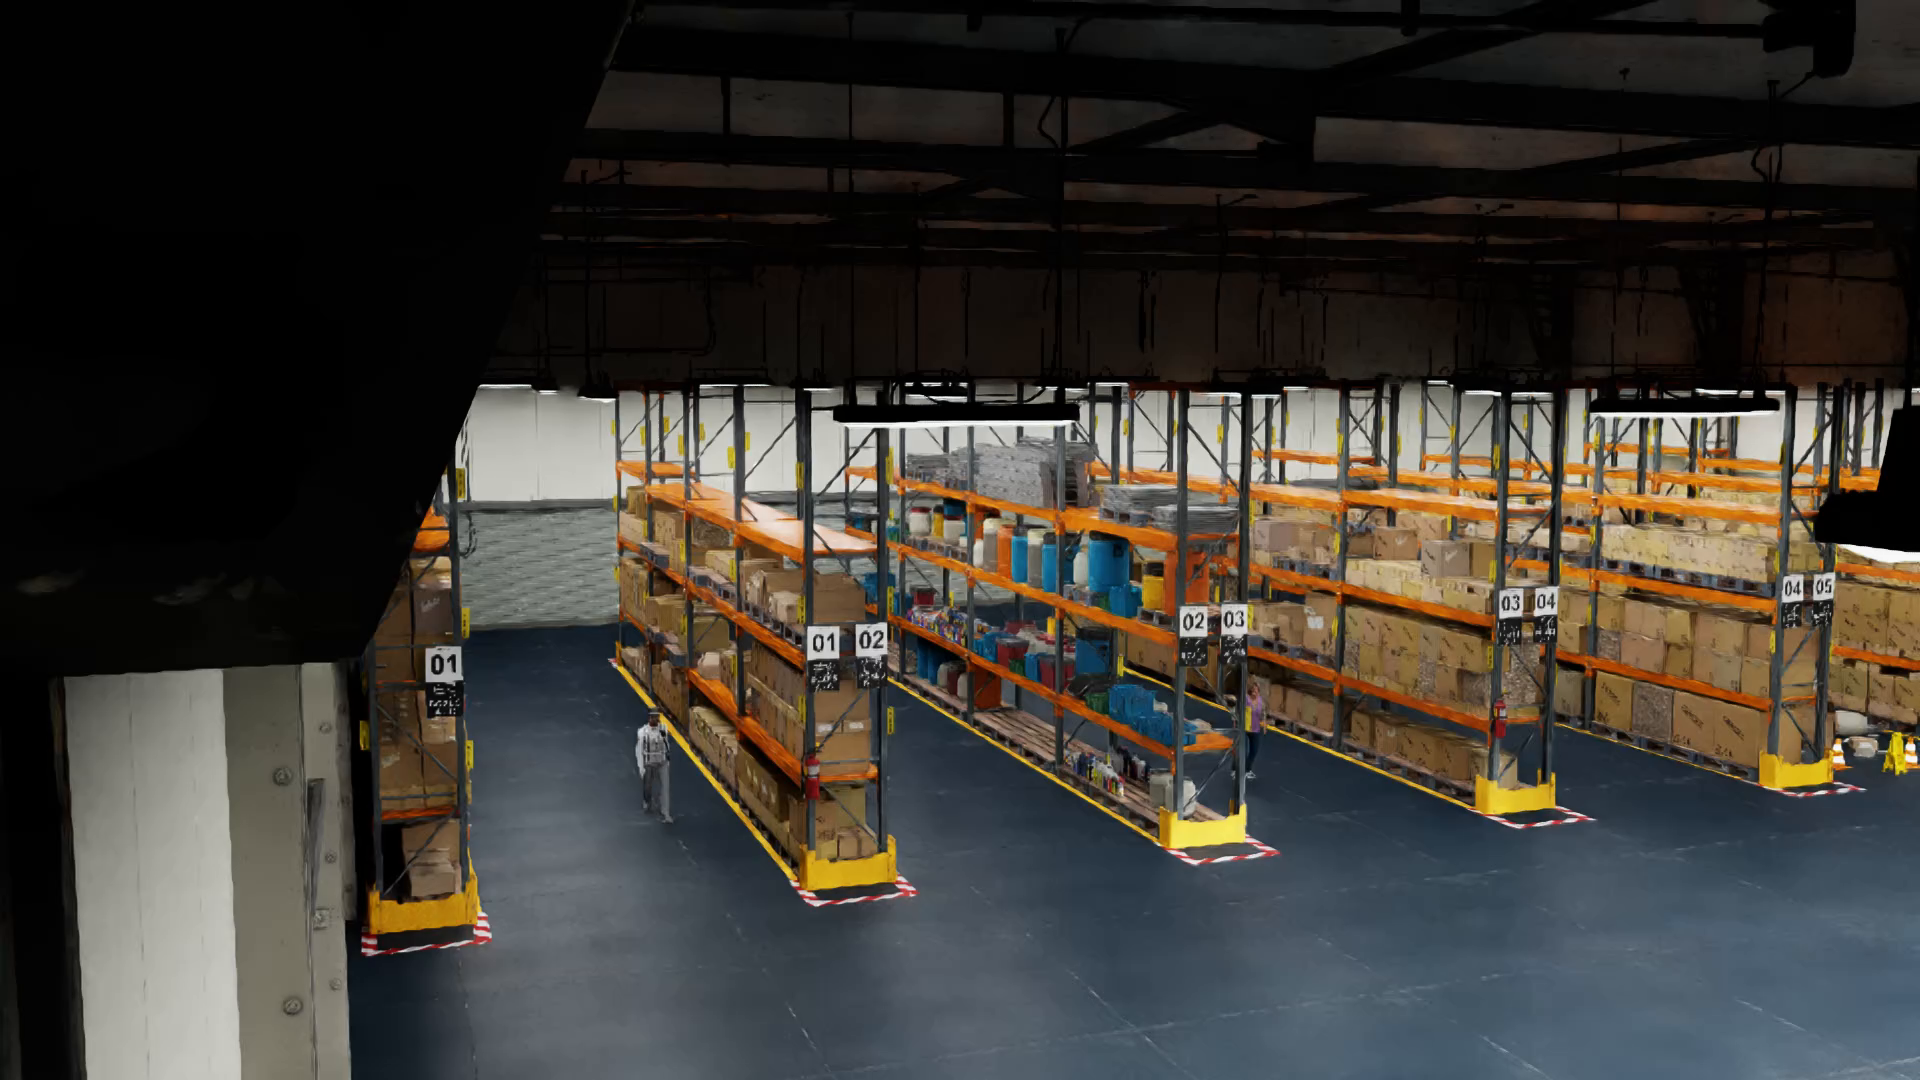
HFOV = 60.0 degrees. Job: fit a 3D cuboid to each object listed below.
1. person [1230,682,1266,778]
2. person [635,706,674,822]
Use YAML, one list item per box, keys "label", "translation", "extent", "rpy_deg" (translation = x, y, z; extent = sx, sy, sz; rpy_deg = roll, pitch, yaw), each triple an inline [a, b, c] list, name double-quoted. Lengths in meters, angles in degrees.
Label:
- label: "person"
  translation: [4.383, 2.895, 25.349]
  extent: [0.566, 1.541, 0.519]
  rpy_deg: [-2, 6, -21]
- label: "person"
  translation: [-4.264, 3.077, 23.148]
  extent: [0.495, 1.589, 1.086]
  rpy_deg: [-2, 6, -17]
